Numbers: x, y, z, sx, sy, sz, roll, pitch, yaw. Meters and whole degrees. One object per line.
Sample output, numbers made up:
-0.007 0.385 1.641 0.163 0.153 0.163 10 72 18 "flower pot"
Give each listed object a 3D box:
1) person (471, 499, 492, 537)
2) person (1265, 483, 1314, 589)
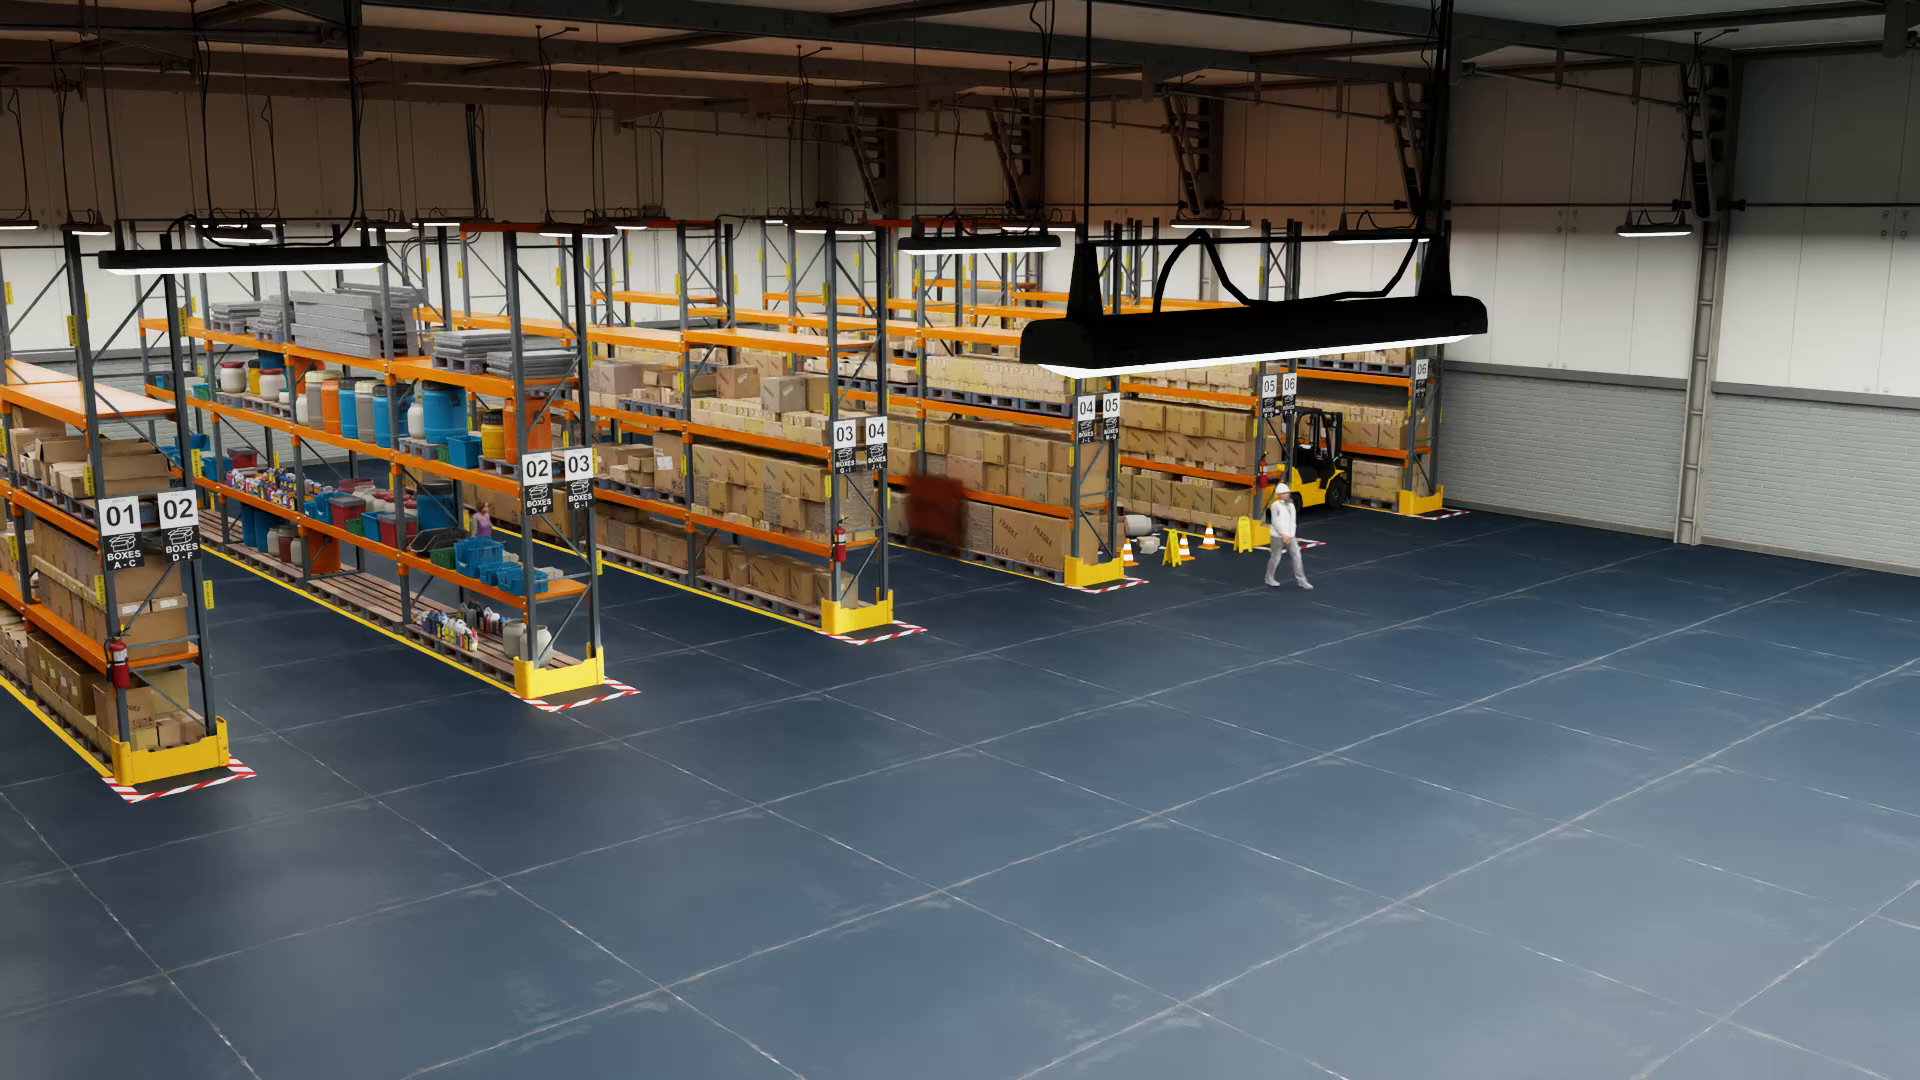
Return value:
-7.917 0.091 27.473 0.402 1.528 0.994 -10 15 -41 "person"
5.453 -0.068 27.695 0.615 1.748 0.800 -6 13 -28 "person"
